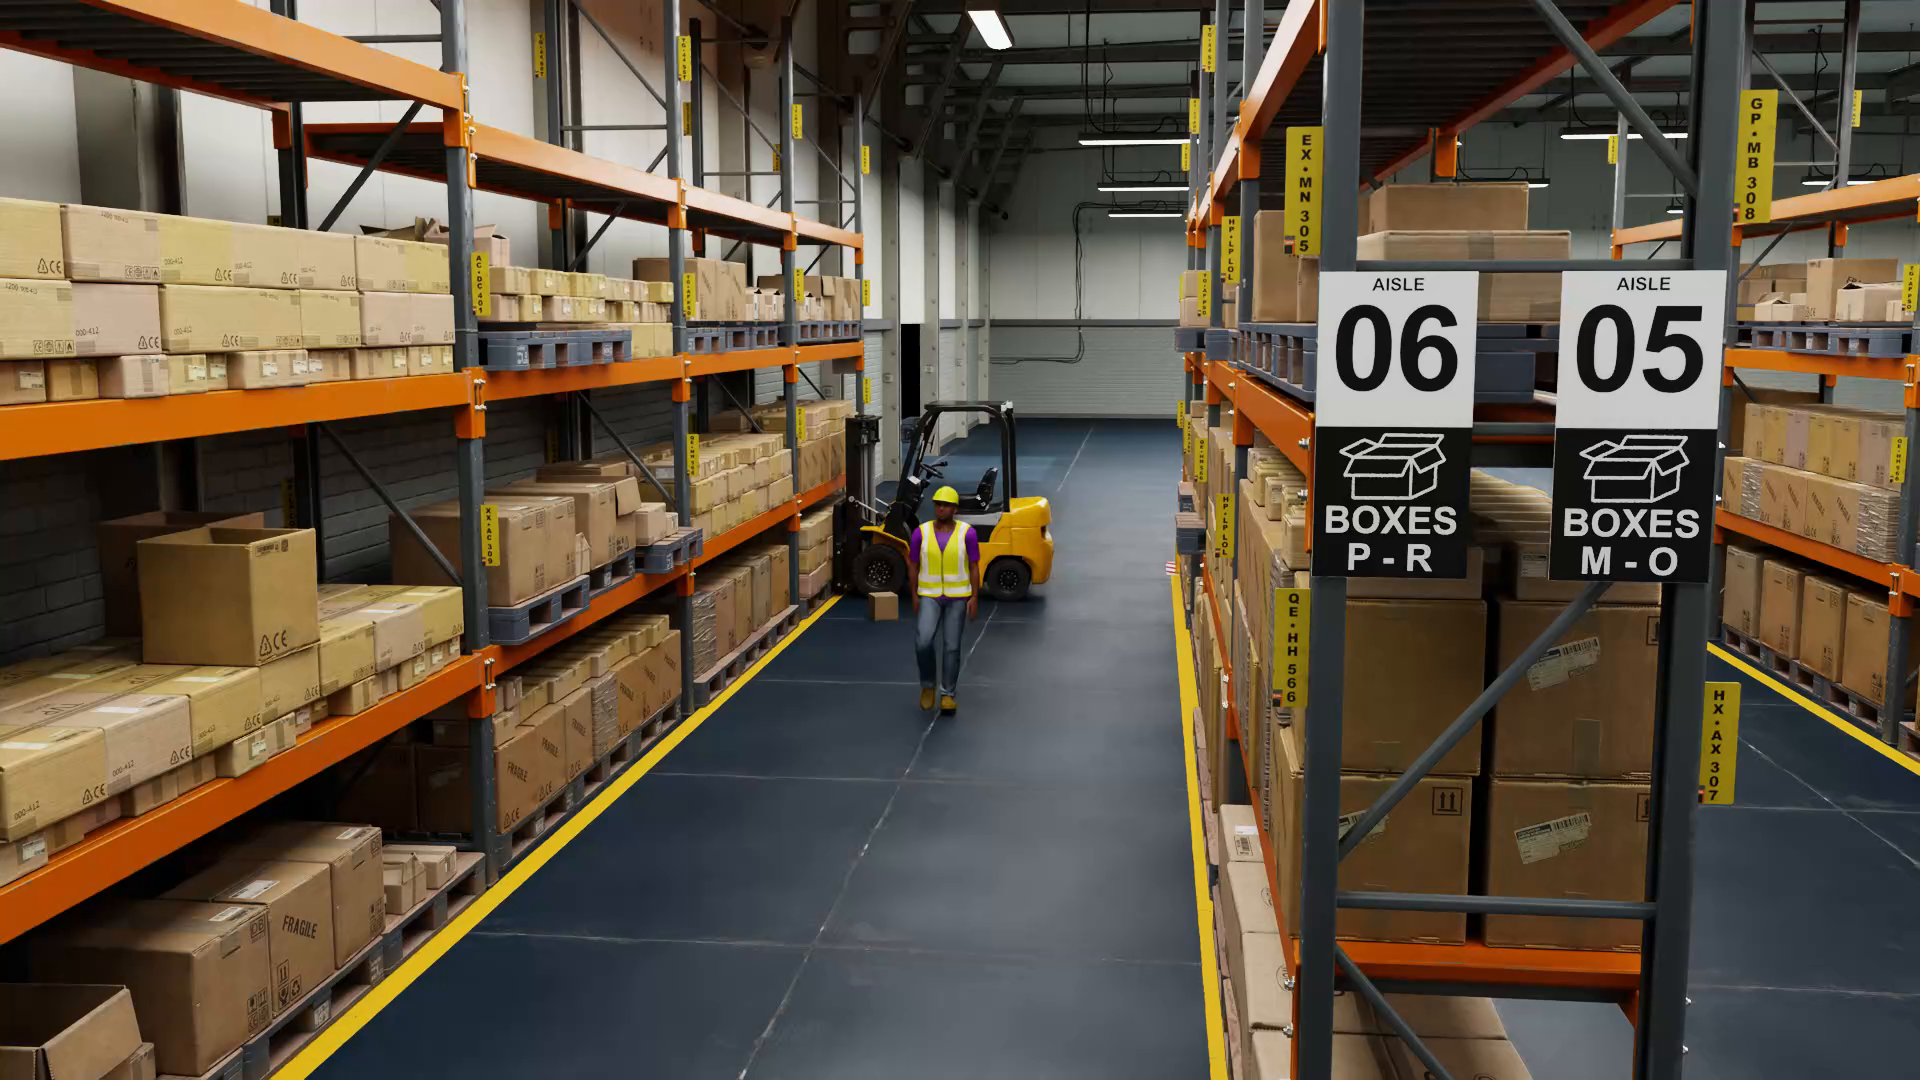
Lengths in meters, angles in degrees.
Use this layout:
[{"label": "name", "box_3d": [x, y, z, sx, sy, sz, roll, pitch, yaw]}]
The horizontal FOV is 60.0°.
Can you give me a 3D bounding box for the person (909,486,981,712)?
[{"label": "person", "box_3d": [-0.124, 0.474, 13.017, 0.565, 1.784, 0.456, 0, 8, 2]}]
